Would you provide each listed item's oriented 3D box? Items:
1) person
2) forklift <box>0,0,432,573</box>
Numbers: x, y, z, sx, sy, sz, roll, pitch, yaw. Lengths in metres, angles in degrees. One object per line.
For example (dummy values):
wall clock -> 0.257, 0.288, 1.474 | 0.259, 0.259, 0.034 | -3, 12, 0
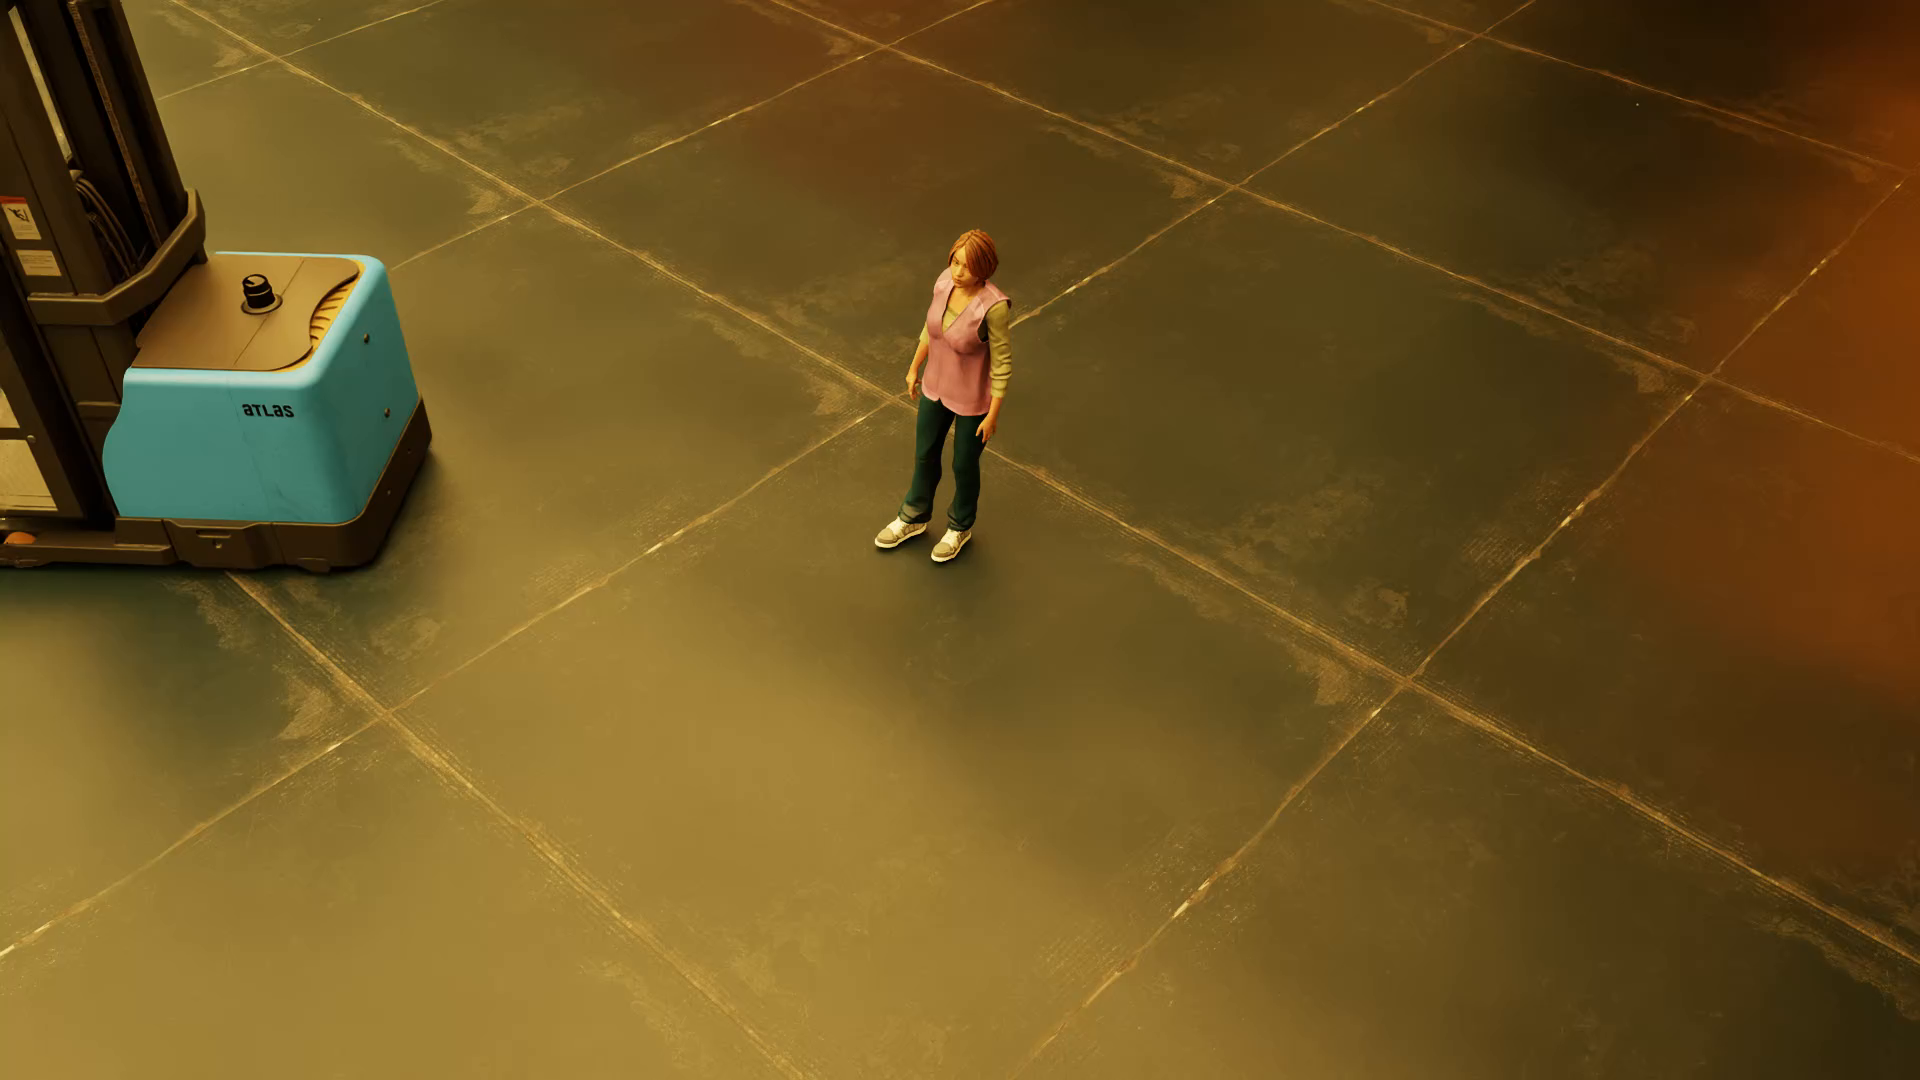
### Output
person -> -0.061, -0.581, 7.120 | 0.521, 1.599, 0.473 | 31, 49, 31
forklift -> -4.122, -1.327, 6.975 | 3.031, 2.935, 1.130 | 2, 41, 2
